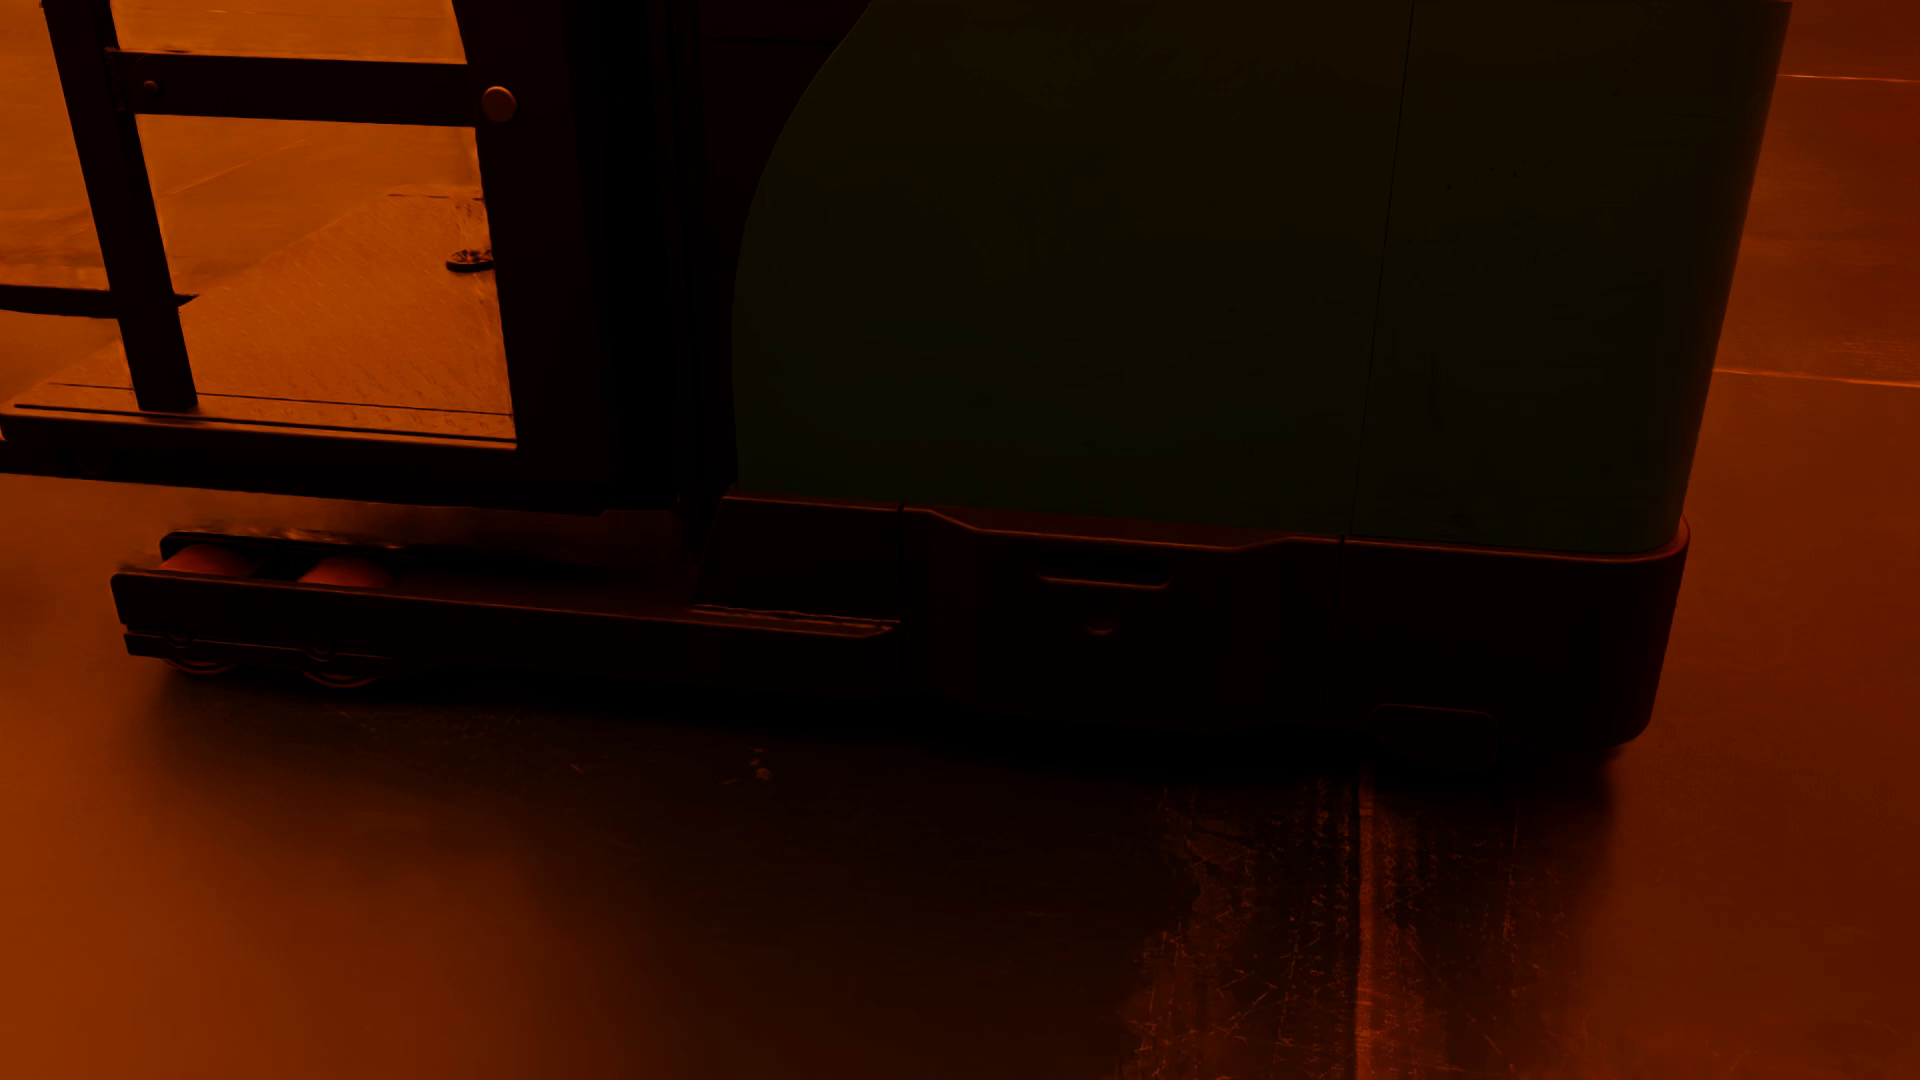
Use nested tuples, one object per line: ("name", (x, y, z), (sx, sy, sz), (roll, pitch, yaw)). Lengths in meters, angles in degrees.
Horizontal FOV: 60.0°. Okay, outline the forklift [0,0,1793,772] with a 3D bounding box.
("forklift", (-0.616, -1.348, 1.917), (3.031, 2.935, 1.130), (4, 27, 9))
